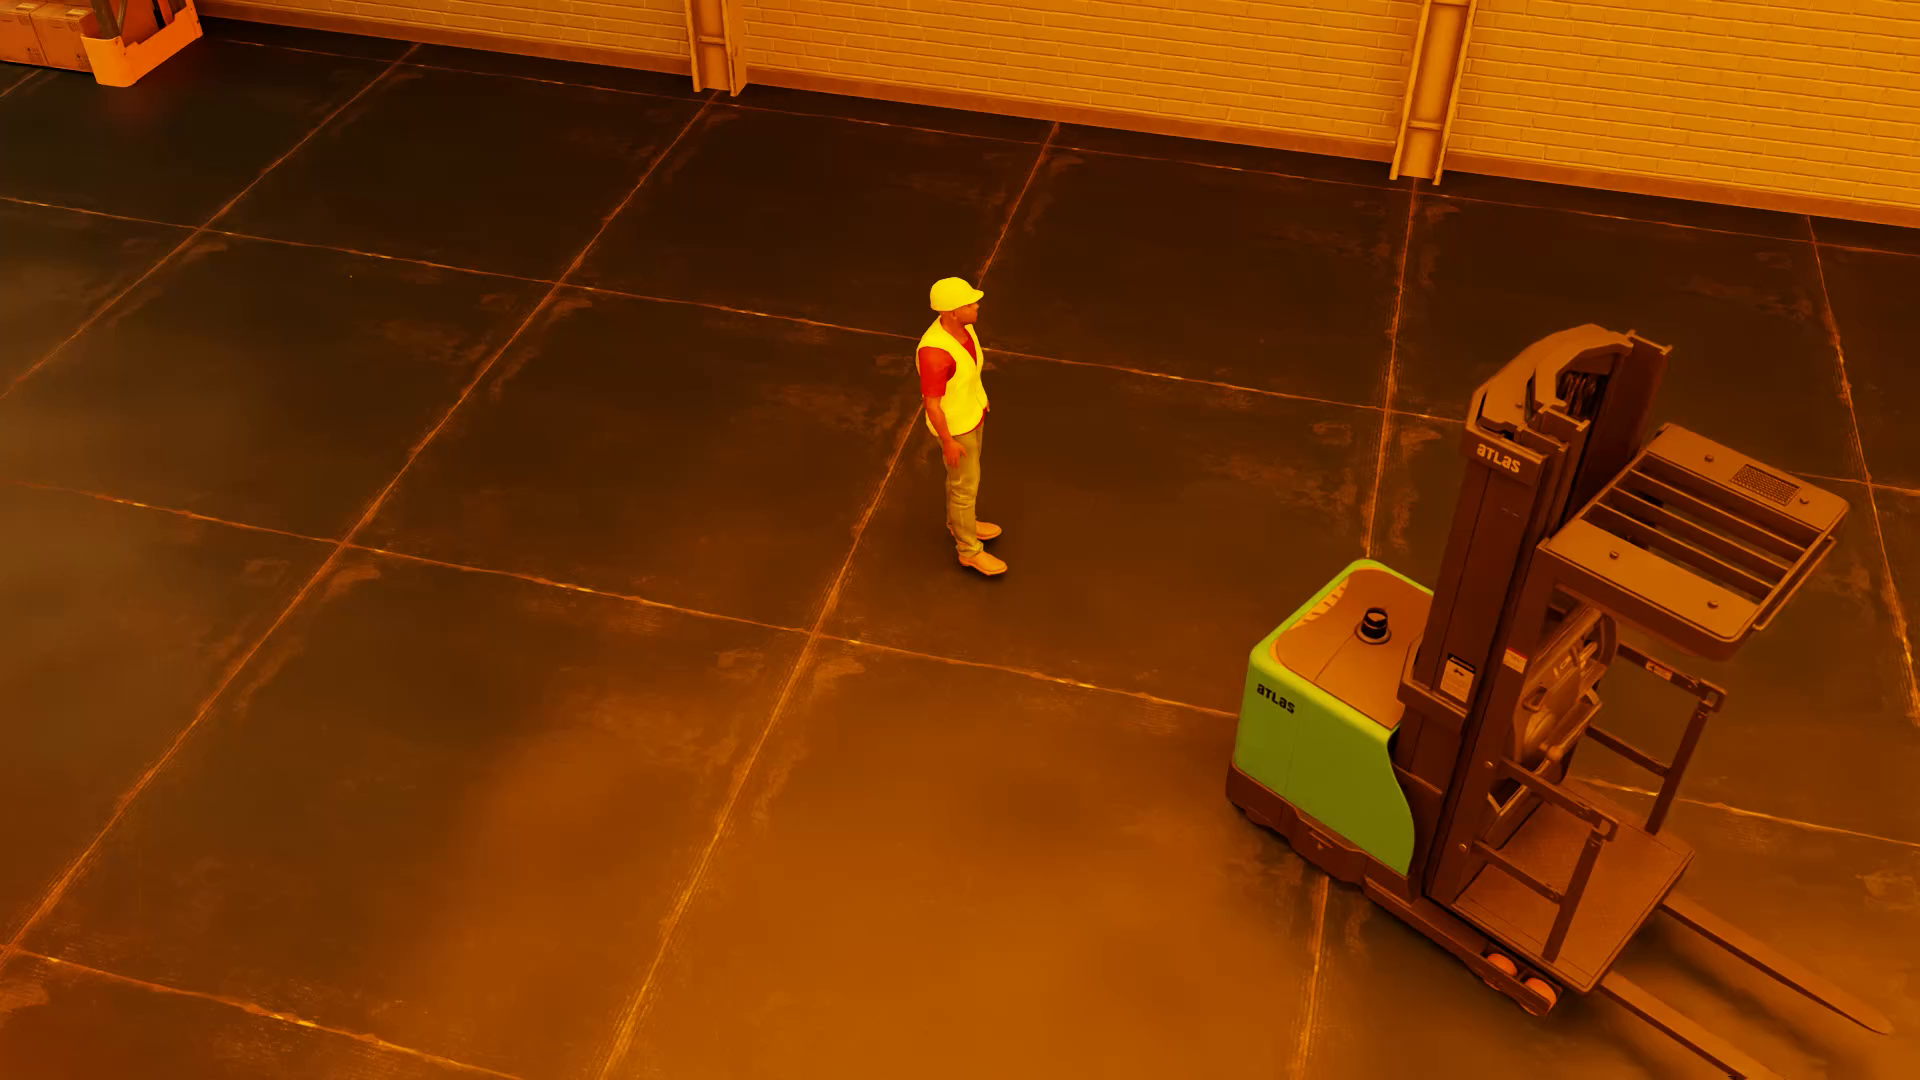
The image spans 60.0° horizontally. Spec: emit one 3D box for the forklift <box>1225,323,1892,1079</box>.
[{"bbox_3d":[2.772,0.675,7.091,3.031,2.935,1.130,32,50,31],"label":"forklift"}]

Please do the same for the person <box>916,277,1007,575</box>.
[{"bbox_3d":[0.066,-0.684,9.454,0.575,1.767,0.665,10,42,11],"label":"person"}]
